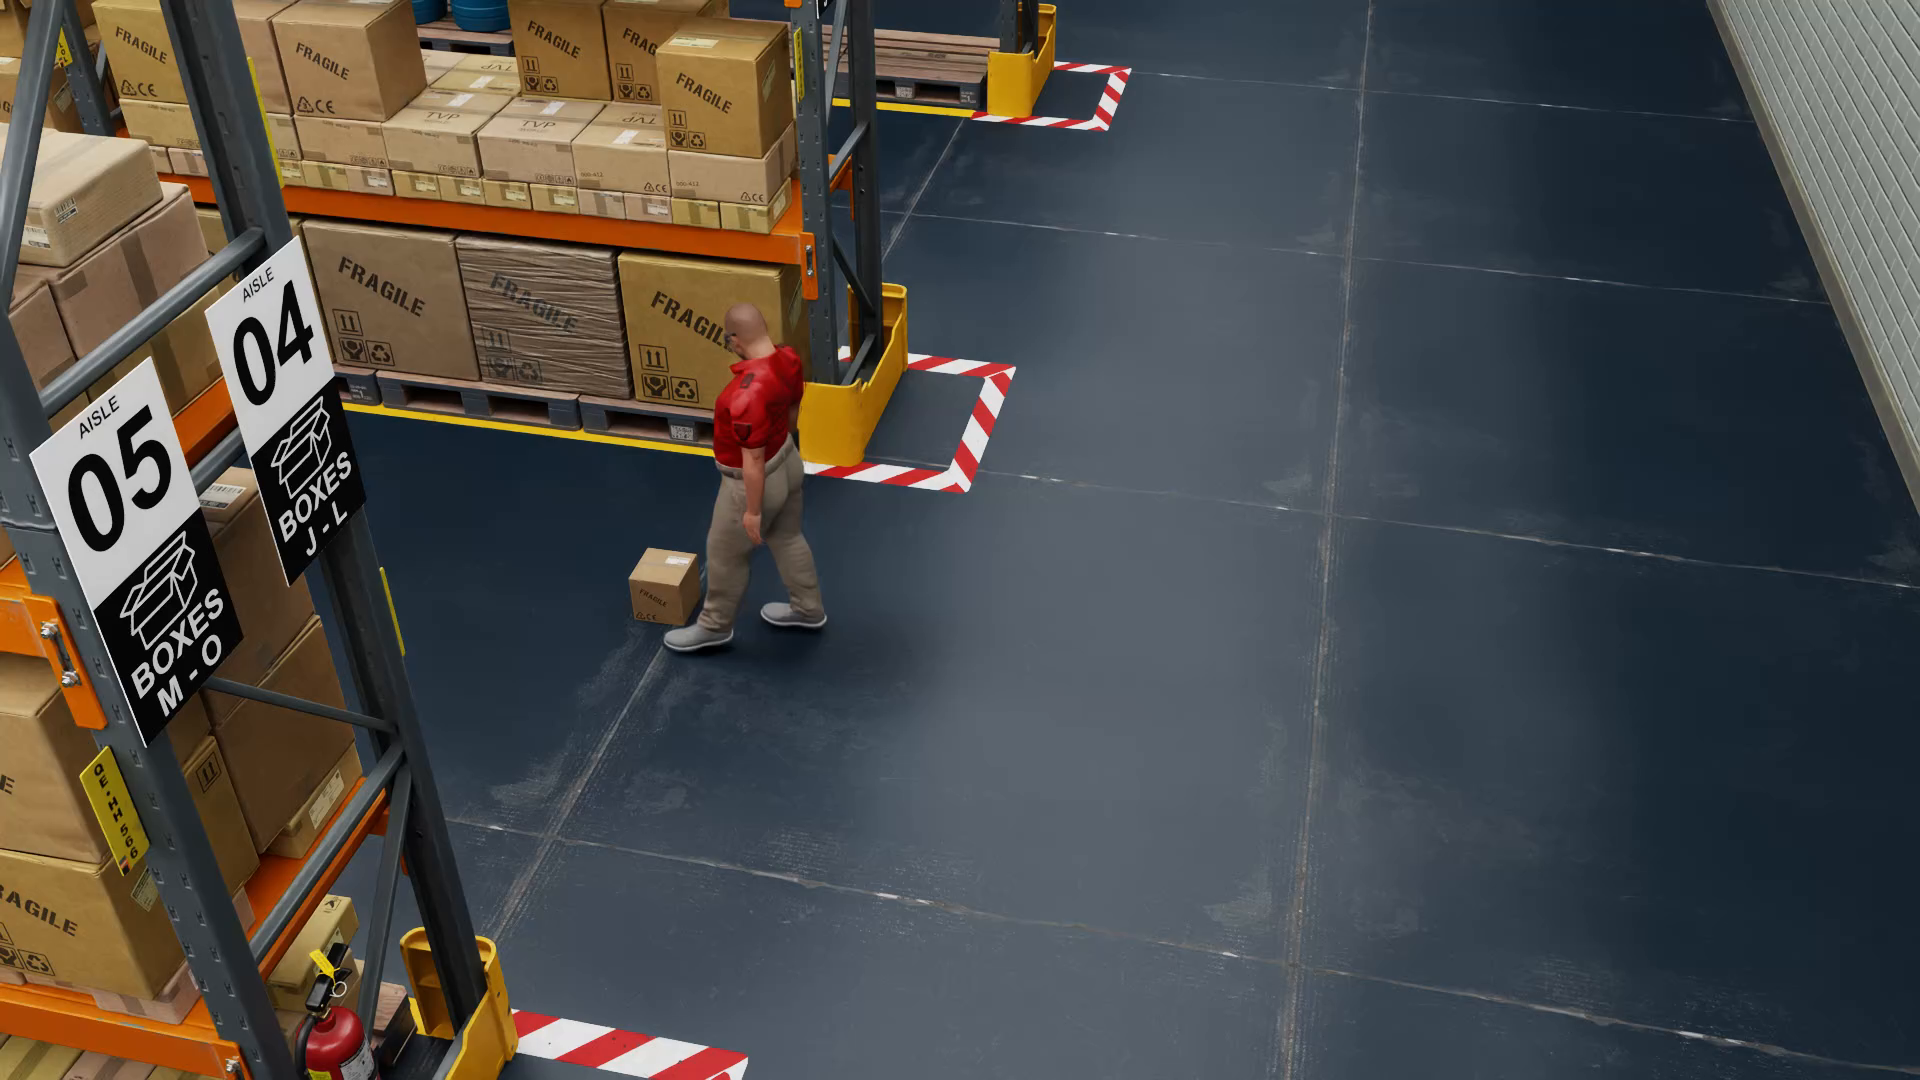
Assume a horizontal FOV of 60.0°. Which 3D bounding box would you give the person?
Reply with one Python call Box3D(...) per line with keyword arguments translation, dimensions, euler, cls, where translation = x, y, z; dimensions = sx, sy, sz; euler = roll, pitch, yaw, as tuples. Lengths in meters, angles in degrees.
Box3D(translation=(-0.980, -0.285, 7.343), dimensions=(0.679, 1.707, 0.581), euler=(11, 38, 15), cls="person")
